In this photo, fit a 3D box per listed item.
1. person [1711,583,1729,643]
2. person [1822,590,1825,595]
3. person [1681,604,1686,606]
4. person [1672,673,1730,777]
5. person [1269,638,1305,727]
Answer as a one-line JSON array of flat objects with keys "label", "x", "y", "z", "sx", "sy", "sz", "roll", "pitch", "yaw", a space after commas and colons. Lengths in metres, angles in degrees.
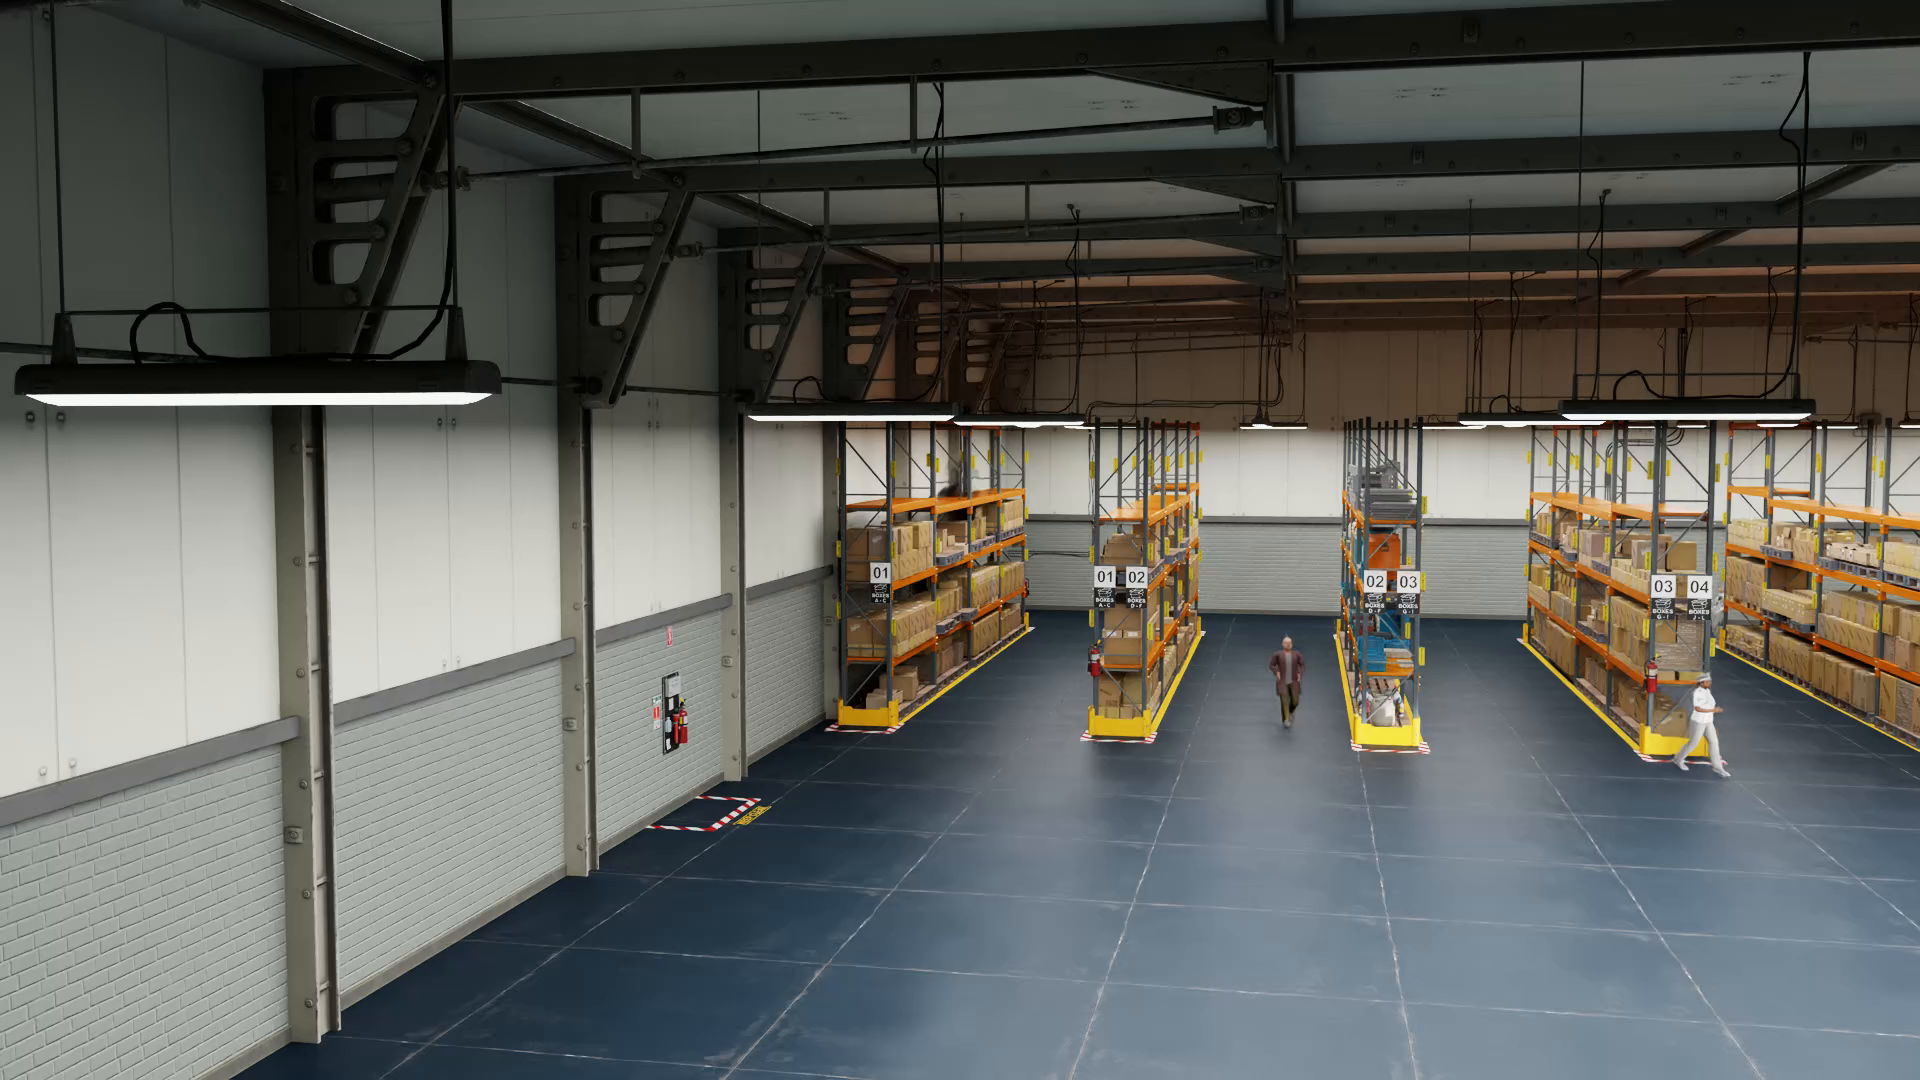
[{"label": "person", "x": 20.623, "y": 1.979, "z": 45.105, "sx": 0.501, "sy": 1.642, "sz": 0.662, "roll": 0, "pitch": 4, "yaw": 5}, {"label": "person", "x": 21.879, "y": 2.136, "z": 42.255, "sx": 0.535, "sy": 1.713, "sz": 0.856, "roll": 1, "pitch": 4, "yaw": 9}, {"label": "person", "x": 19.038, "y": 1.982, "z": 44.443, "sx": 0.900, "sy": 1.747, "sz": 0.737, "roll": -3, "pitch": 5, "yaw": -43}, {"label": "person", "x": 12.365, "y": 3.050, "z": 27.712, "sx": 0.585, "sy": 1.709, "sz": 0.913, "roll": -3, "pitch": 5, "yaw": -41}, {"label": "person", "x": 6.357, "y": 2.760, "z": 32.294, "sx": 0.706, "sy": 1.724, "sz": 0.663, "roll": 0, "pitch": 4, "yaw": 3}]
